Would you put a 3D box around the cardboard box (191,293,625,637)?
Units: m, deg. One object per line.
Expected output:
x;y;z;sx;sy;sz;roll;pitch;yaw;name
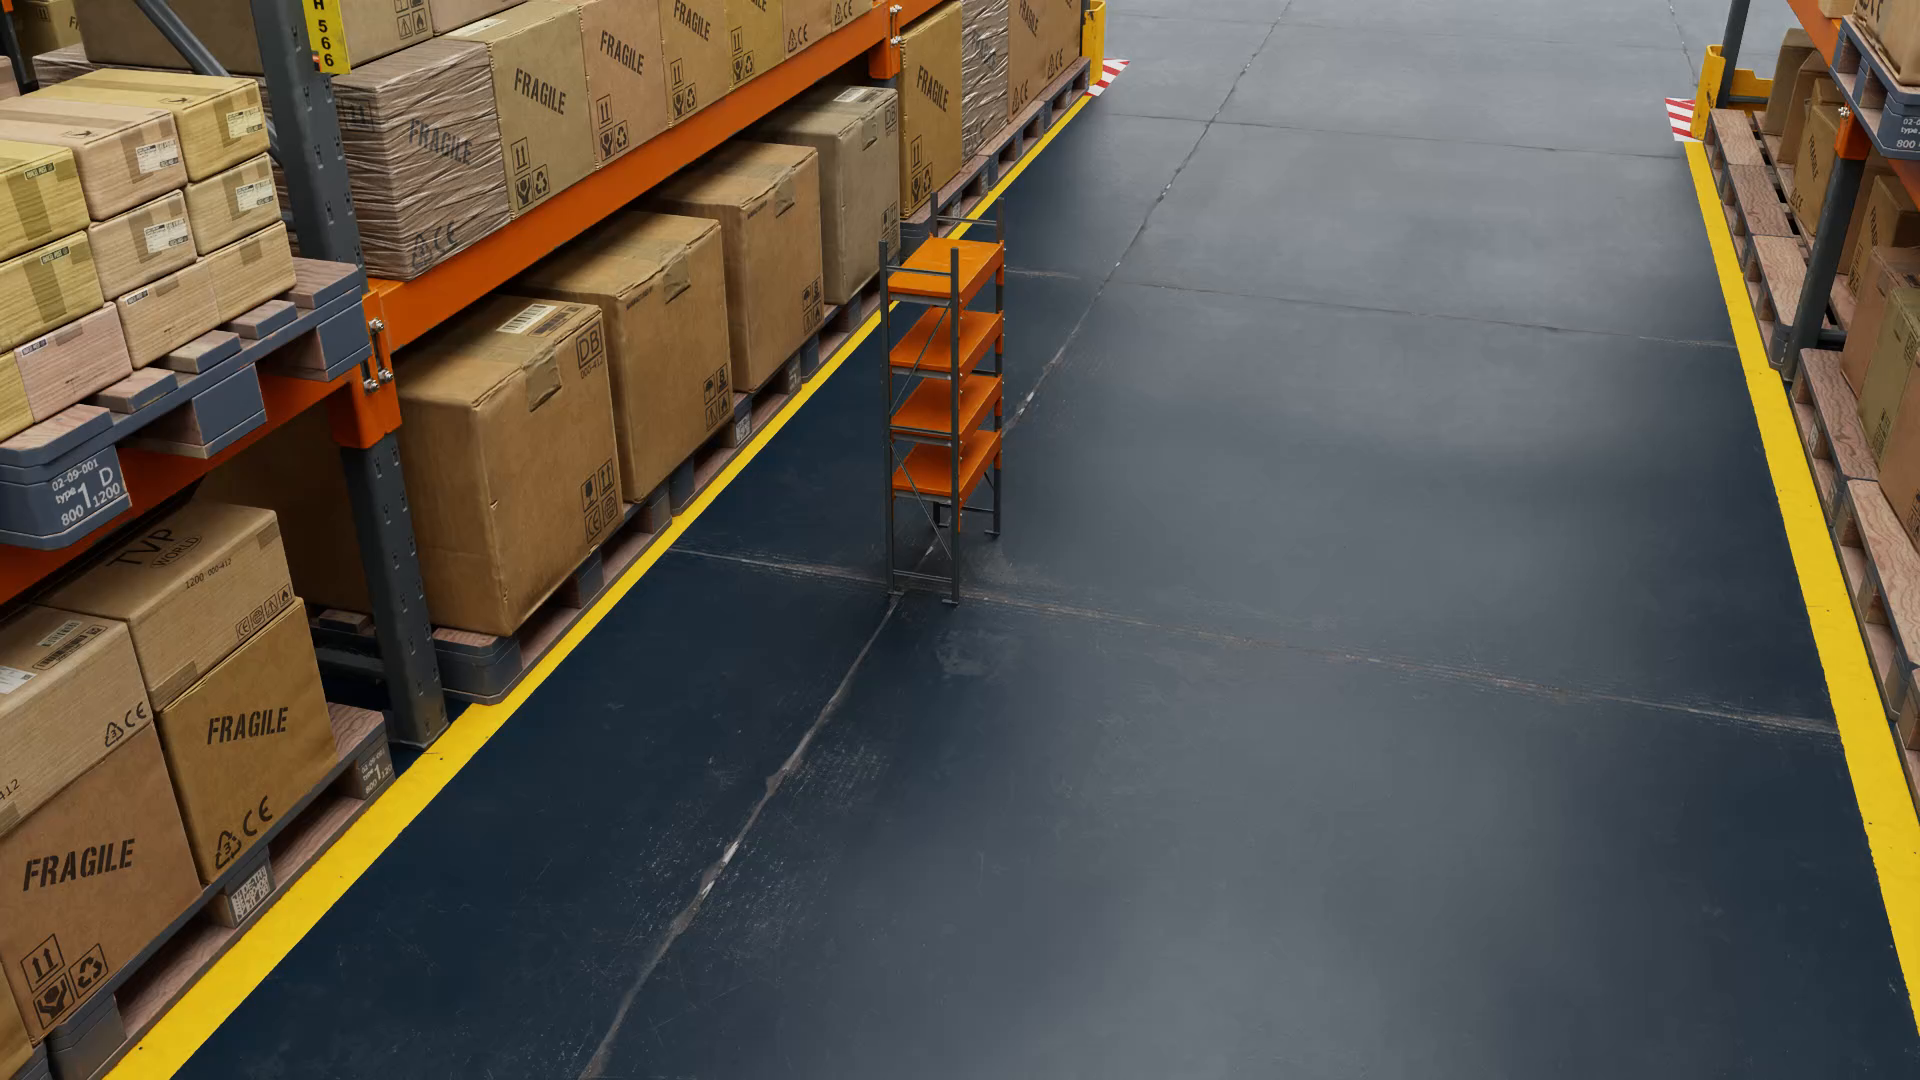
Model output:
-1.698;-0.286;5.061;1.050;0.750;0.750;8;30;14;cardboard box

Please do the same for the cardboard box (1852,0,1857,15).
3.788;-2.066;6.638;0.380;0.149;0.250;8;30;15;cardboard box

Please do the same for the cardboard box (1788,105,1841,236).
4.347;-1.758;7.964;0.500;0.500;0.500;6;30;10;cardboard box

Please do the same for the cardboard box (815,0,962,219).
-0.537;-2.212;8.394;0.875;0.875;0.875;9;30;16;cardboard box

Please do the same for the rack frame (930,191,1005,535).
0.023;-0.561;5.524;0.240;1.200;0.015;8;30;15;rack frame

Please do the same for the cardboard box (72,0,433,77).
-1.821;-1.503;4.235;0.700;0.500;0.500;8;30;15;cardboard box

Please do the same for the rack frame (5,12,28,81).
-5.550;-3.334;8.657;1.000;3.000;0.127;8;30;15;rack frame

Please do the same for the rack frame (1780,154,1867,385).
3.924;-1.920;6.115;1.000;3.000;0.127;8;30;15;rack frame

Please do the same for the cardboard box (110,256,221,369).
-1.742;-0.479;3.352;0.380;0.149;0.250;8;30;15;cardboard box

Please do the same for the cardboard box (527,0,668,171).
-1.278;-1.500;5.258;0.500;0.500;0.500;8;30;15;cardboard box

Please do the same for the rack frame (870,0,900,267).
-0.788;-2.674;7.472;1.000;3.000;0.127;8;30;15;rack frame

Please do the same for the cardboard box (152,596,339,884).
-1.906;0.437;4.019;0.500;0.500;0.500;8;30;15;cardboard box

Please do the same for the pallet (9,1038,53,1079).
-2.553;1.331;3.140;1.003;0.211;1.213;8;30;15;pallet

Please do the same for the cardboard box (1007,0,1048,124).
-0.006;-3.054;9.909;0.875;0.875;0.875;8;30;14;cardboard box

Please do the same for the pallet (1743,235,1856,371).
4.087;-1.018;7.363;1.003;0.211;1.213;8;30;15;pallet

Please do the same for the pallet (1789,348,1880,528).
3.696;-0.339;6.142;1.003;0.211;1.213;8;30;15;pallet

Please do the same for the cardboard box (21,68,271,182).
-1.668;-0.856;3.417;0.380;0.149;0.250;7;30;13;cardboard box

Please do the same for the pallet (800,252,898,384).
-0.943;-1.086;7.486;1.003;0.211;1.213;8;30;15;pallet

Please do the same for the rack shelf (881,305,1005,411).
-0.049;-0.584;5.244;0.258;0.148;0.480;8;30;15;rack shelf

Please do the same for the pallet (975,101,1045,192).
-0.134;-2.367;9.787;1.003;0.211;1.213;8;30;15;pallet

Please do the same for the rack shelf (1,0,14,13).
-4.963;-3.949;10.503;1.077;0.370;4.000;8;30;15;rack shelf

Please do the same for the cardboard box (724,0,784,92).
-0.983;-1.968;6.099;0.500;0.500;0.500;9;30;15;cardboard box

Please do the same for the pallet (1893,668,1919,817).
2.980;0.795;4.104;1.003;0.211;1.213;8;30;15;pallet

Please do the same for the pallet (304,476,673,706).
-1.659;0.048;5.447;1.003;0.211;1.213;8;30;15;pallet

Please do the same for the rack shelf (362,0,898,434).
-1.375;-1.430;5.976;1.077;0.370;4.000;8;30;15;rack shelf

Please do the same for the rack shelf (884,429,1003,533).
-0.049;-0.215;5.449;0.258;0.148;0.480;8;30;15;rack shelf

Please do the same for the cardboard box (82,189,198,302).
-1.749;-0.600;3.264;0.380;0.149;0.250;10;31;17;cardboard box

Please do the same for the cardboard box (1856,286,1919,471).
3.565;-0.518;5.715;0.700;0.500;0.500;8;30;15;cardboard box

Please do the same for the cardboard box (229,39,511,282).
-1.573;-1.029;4.412;0.500;0.500;0.500;9;30;15;cardboard box

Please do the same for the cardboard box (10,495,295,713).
-1.913;0.121;3.815;0.500;0.250;0.500;8;30;14;cardboard box

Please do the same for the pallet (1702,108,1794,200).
4.803;-2.152;9.401;1.003;0.211;1.213;8;30;15;pallet

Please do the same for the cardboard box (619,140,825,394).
-1.171;-1.126;6.570;1.050;0.750;0.750;8;30;15;cardboard box

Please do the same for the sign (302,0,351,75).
-1.441;-1.214;3.737;0.100;0.325;0.005;8;30;15;sign

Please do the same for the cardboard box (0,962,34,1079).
-2.201;0.925;3.140;0.500;0.500;0.500;7;30;13;cardboard box

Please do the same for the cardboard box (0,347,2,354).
-1.897;-0.361;2.835;0.380;0.149;0.250;9;30;15;cardboard box

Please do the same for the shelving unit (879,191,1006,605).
-0.049;-0.447;5.320;0.258;1.200;0.503;8;30;15;shelving unit

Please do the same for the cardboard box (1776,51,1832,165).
4.756;-2.299;8.937;0.500;0.500;0.500;17;33;28;cardboard box

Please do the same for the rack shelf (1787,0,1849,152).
4.511;-2.535;7.961;1.077;0.370;4.000;8;30;15;rack shelf

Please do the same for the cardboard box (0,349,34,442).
-1.894;-0.244;2.930;0.380;0.149;0.250;8;30;14;cardboard box

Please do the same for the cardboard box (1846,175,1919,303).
4.079;-1.191;6.945;0.500;0.500;0.500;8;30;13;cardboard box

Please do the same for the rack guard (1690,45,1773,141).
5.075;-2.651;10.001;1.175;0.500;0.348;8;30;15;rack guard

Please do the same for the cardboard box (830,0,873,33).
-0.686;-2.437;6.943;0.500;0.500;0.500;8;30;15;cardboard box

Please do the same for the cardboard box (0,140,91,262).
-1.821;-0.618;2.989;0.380;0.149;0.250;9;30;16;cardboard box

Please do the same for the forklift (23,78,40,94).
-3.852;-1.745;5.873;1.130;2.935;3.031;6;30;11;forklift
